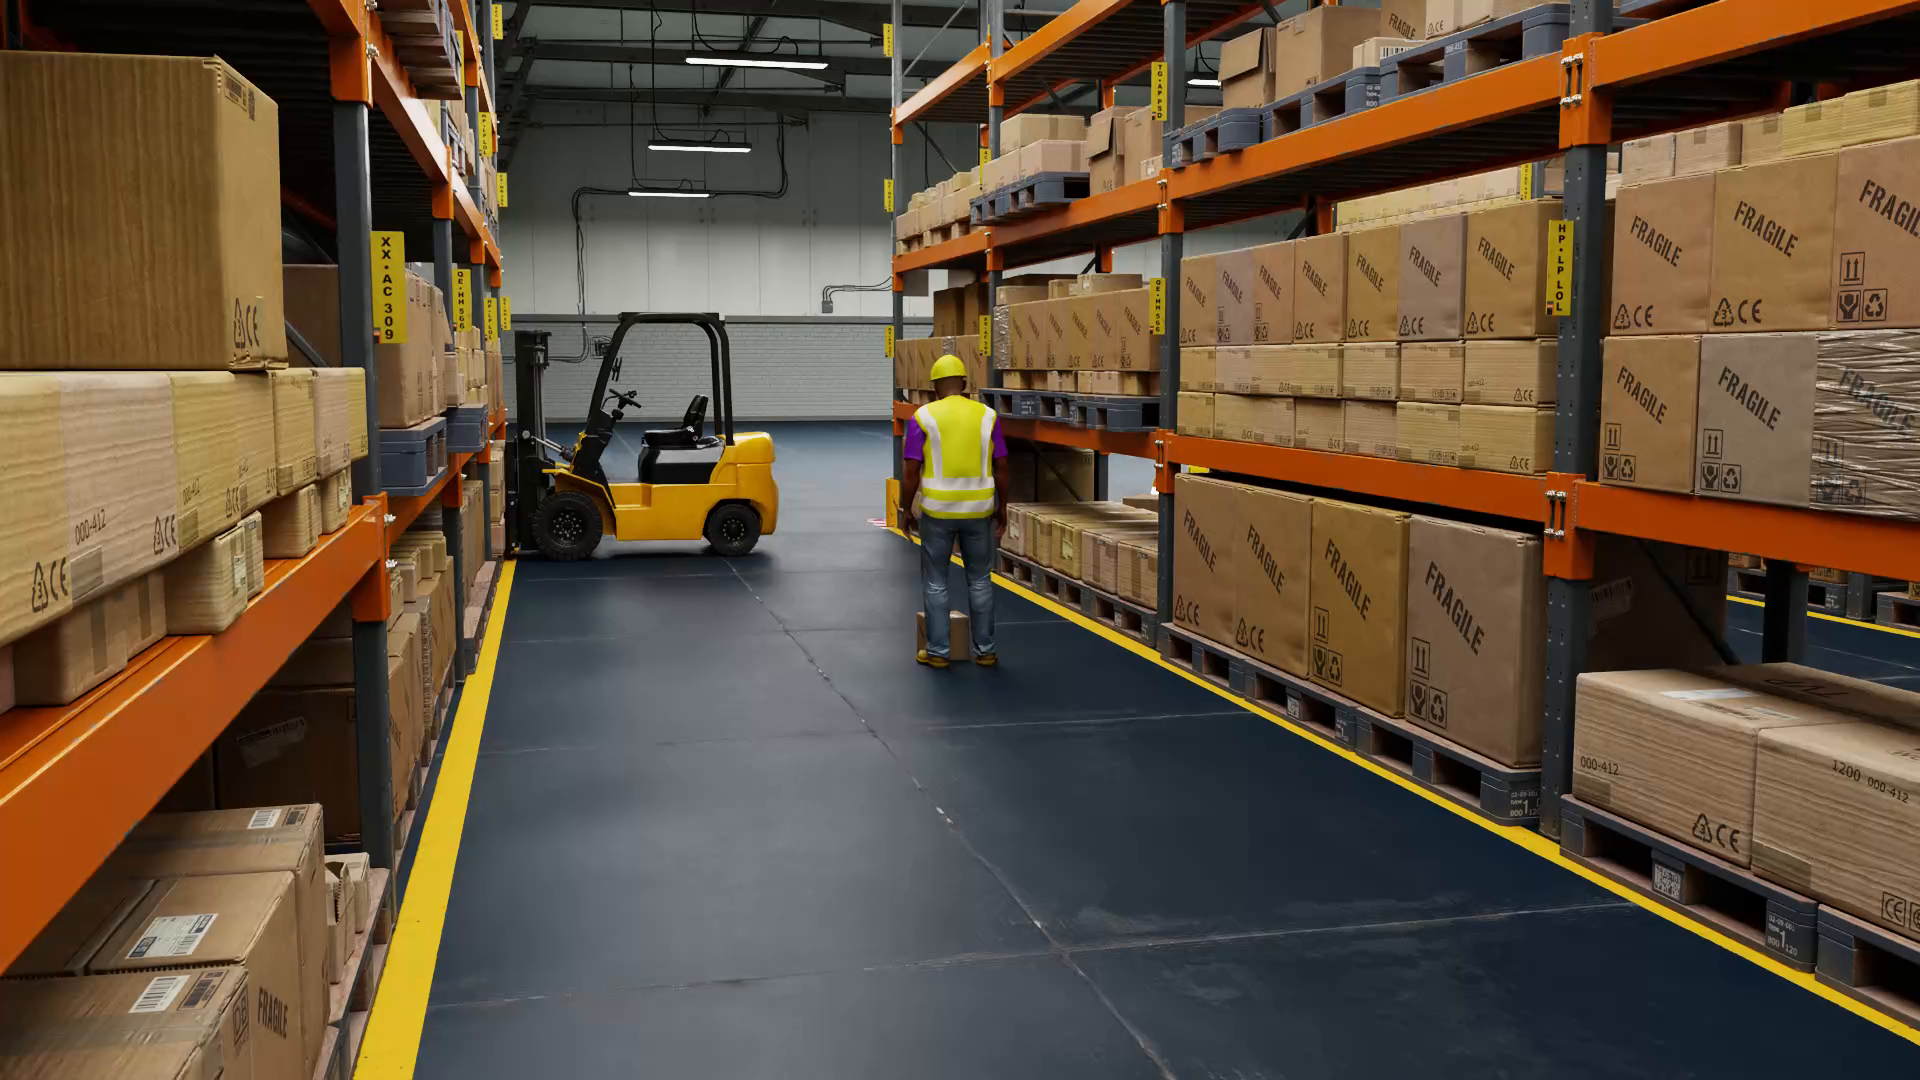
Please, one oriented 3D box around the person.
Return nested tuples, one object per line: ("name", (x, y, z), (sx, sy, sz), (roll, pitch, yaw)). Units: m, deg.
("person", (-0.029, -0.165, 9.423), (0.628, 1.760, 0.459), (-1, 6, -13))
